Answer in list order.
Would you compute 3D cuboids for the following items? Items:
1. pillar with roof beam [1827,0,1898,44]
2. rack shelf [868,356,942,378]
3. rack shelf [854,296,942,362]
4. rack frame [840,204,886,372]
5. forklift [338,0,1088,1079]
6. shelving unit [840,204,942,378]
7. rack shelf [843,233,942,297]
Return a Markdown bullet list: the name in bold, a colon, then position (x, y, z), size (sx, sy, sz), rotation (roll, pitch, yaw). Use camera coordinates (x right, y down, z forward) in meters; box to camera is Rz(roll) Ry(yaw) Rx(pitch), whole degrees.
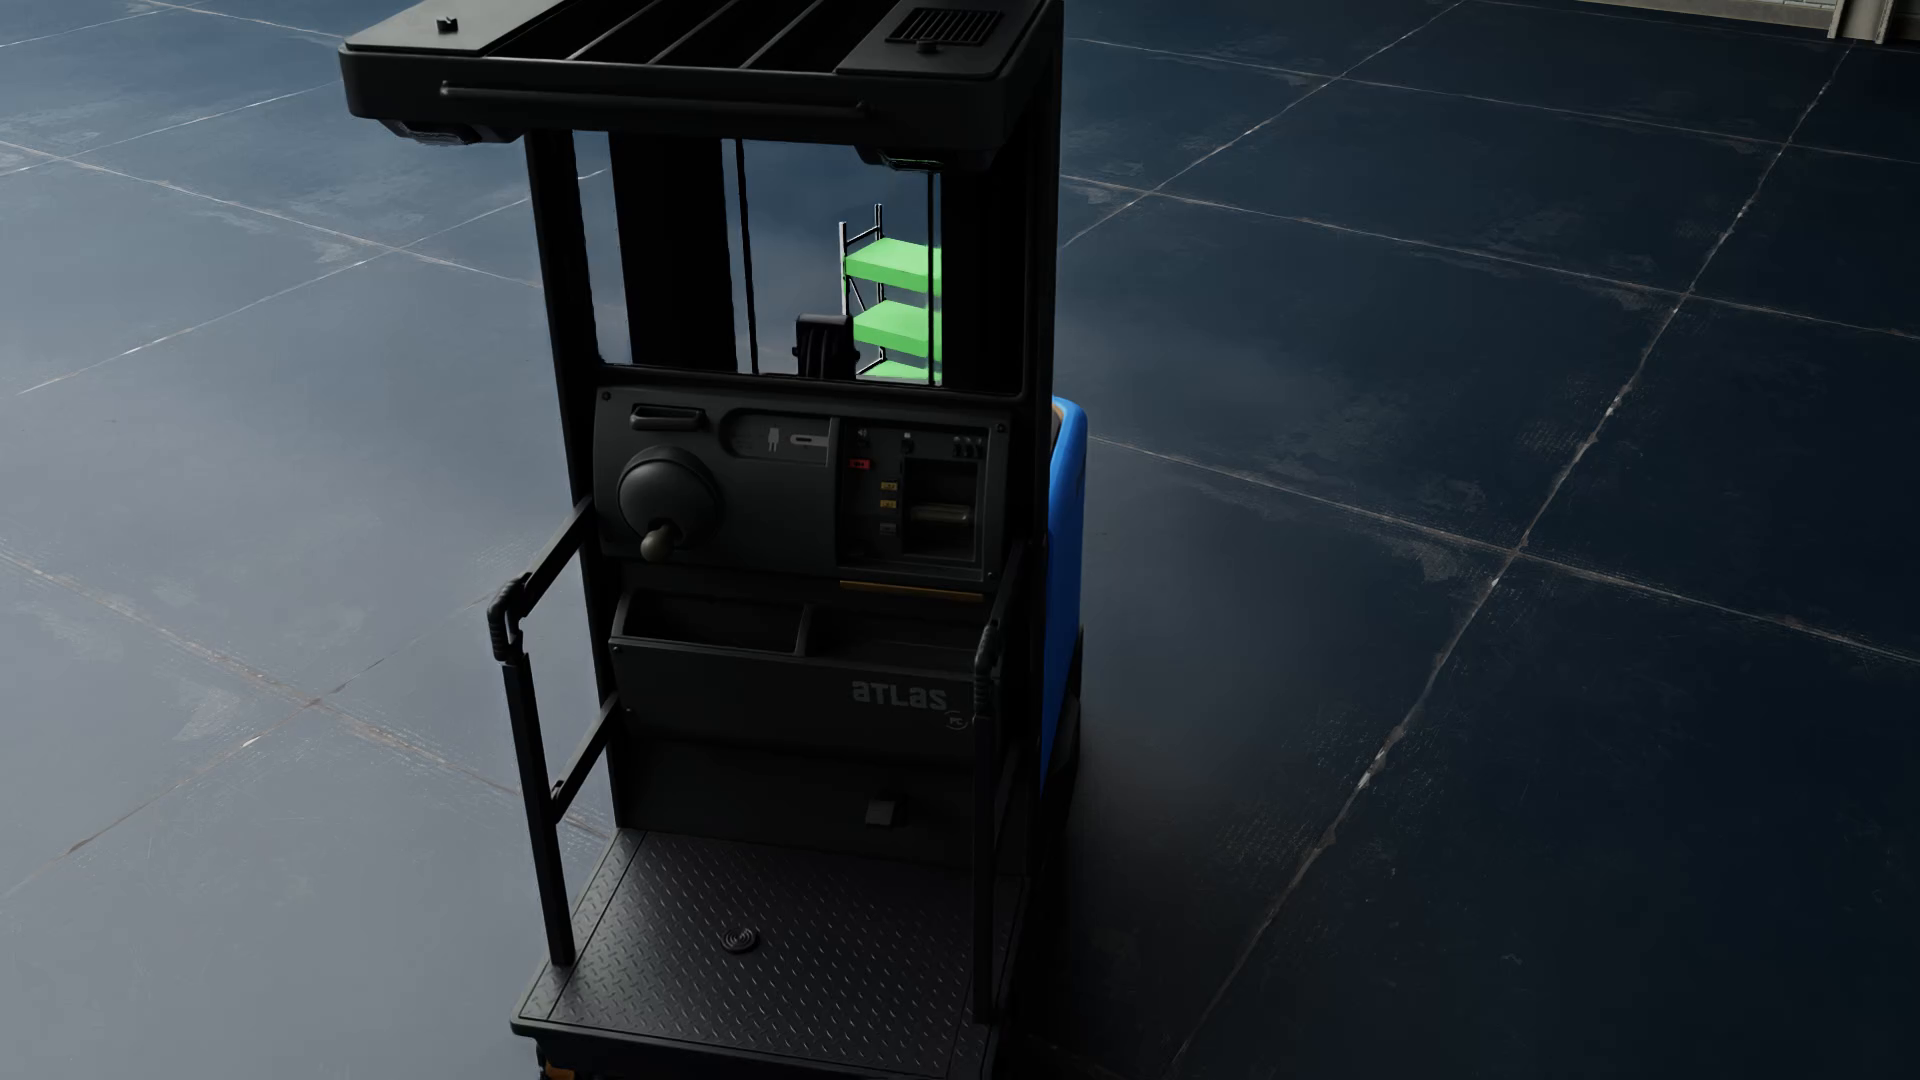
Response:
- **pillar with roof beam**: position (4.723, -5.981, 7.572), size (0.400, 9.000, 9.100), rotation (18, 35, 27)
- **rack shelf**: position (-0.140, -0.507, 6.056), size (0.480, 0.148, 0.258), rotation (18, 35, 27)
- **rack shelf**: position (-0.140, -0.715, 5.935), size (0.480, 0.148, 0.258), rotation (18, 35, 27)
- **rack frame**: position (-0.347, -0.628, 6.136), size (0.015, 1.200, 0.240), rotation (18, 35, 27)
- **forklift**: position (-0.390, -0.070, 3.461), size (1.130, 2.935, 3.031), rotation (5, 31, 9)
- **shelving unit**: position (-0.140, -0.563, 6.024), size (0.503, 1.200, 0.258), rotation (18, 35, 27)
- **rack shelf**: position (-0.140, -0.922, 5.814), size (0.480, 0.148, 0.258), rotation (18, 35, 27)
